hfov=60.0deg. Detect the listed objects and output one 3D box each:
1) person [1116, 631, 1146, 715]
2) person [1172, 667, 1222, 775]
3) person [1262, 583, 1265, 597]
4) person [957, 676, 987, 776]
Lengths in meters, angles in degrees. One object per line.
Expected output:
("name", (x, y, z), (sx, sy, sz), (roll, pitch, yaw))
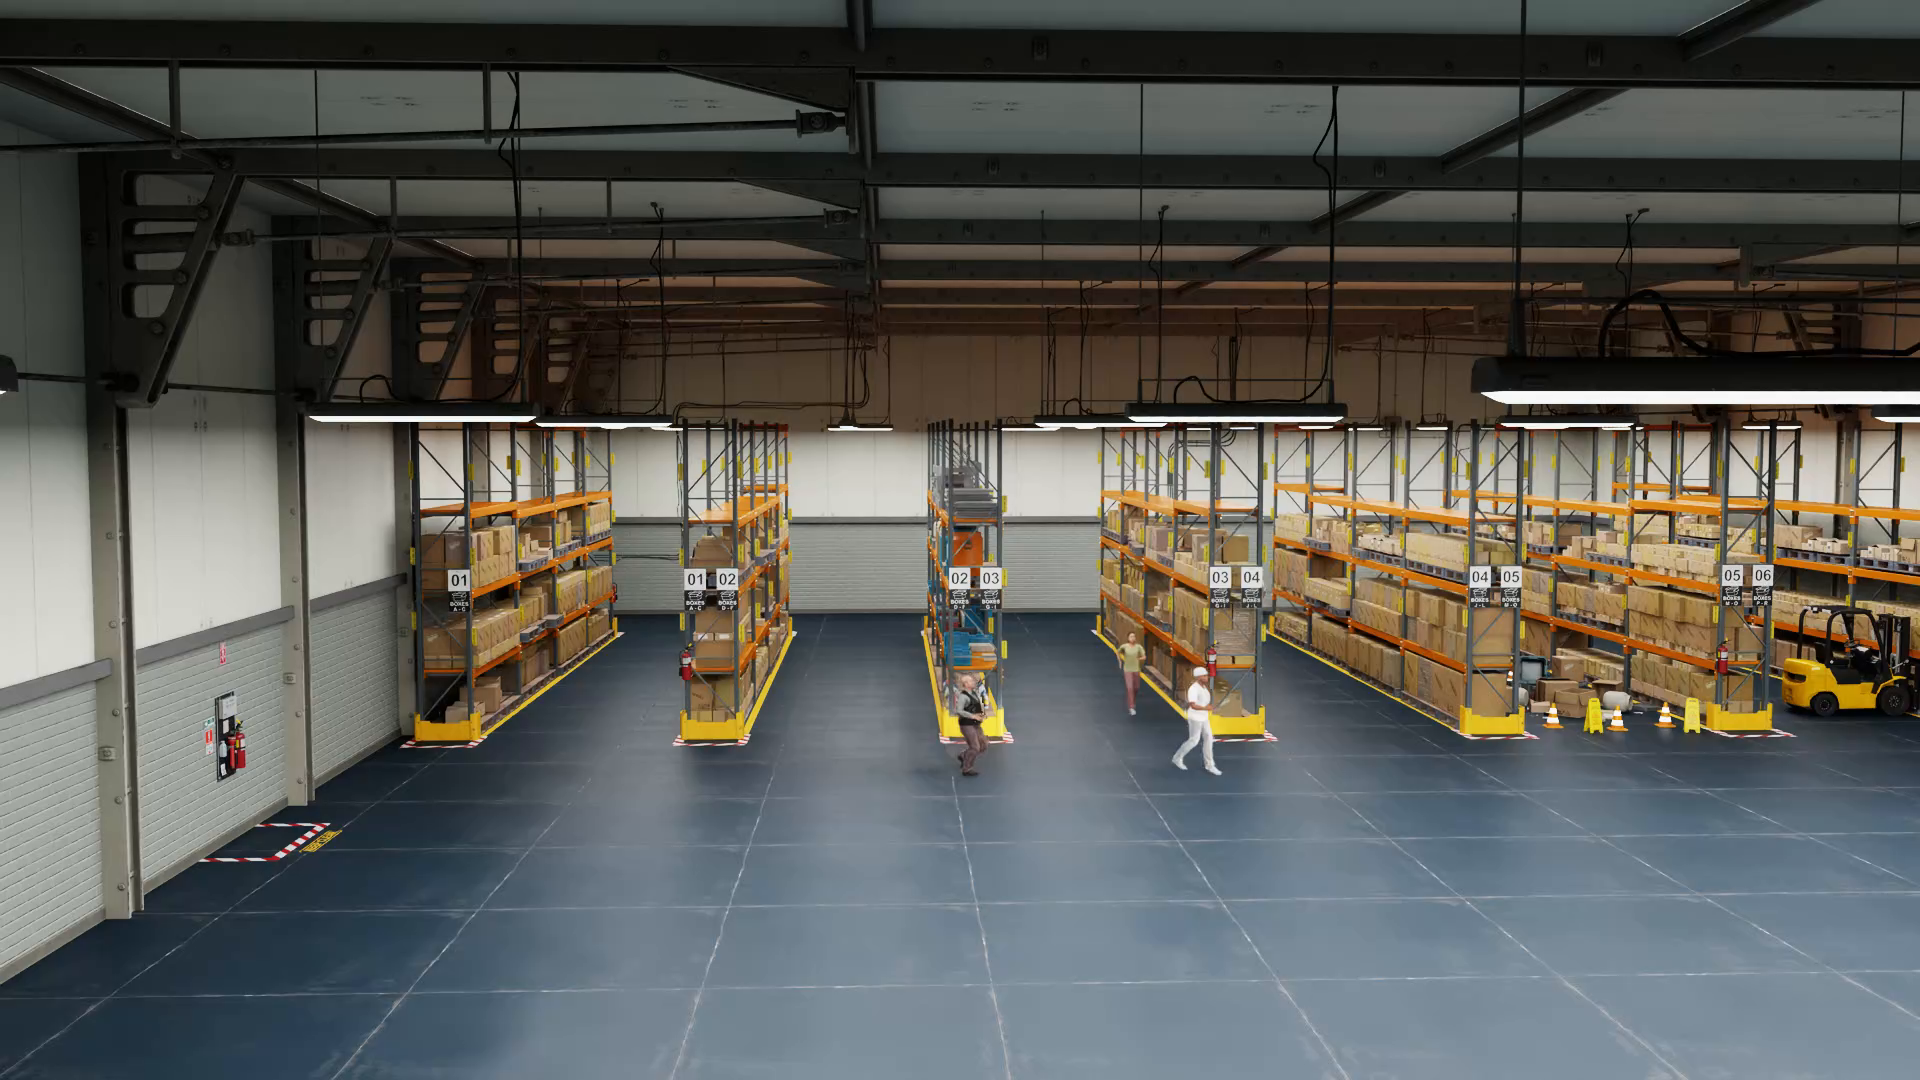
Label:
("person", (3.517, 2.686, 34.015), (0.575, 1.653, 0.970), (0, 4, -6))
("person", (4.003, 3.042, 28.042), (0.835, 1.814, 0.721), (2, 4, 28))
("person", (8.515, 1.767, 48.461), (0.523, 1.695, 0.726), (-1, 4, -22))
("person", (0.194, 3.102, 27.797), (0.598, 1.672, 0.654), (2, 4, 24))
